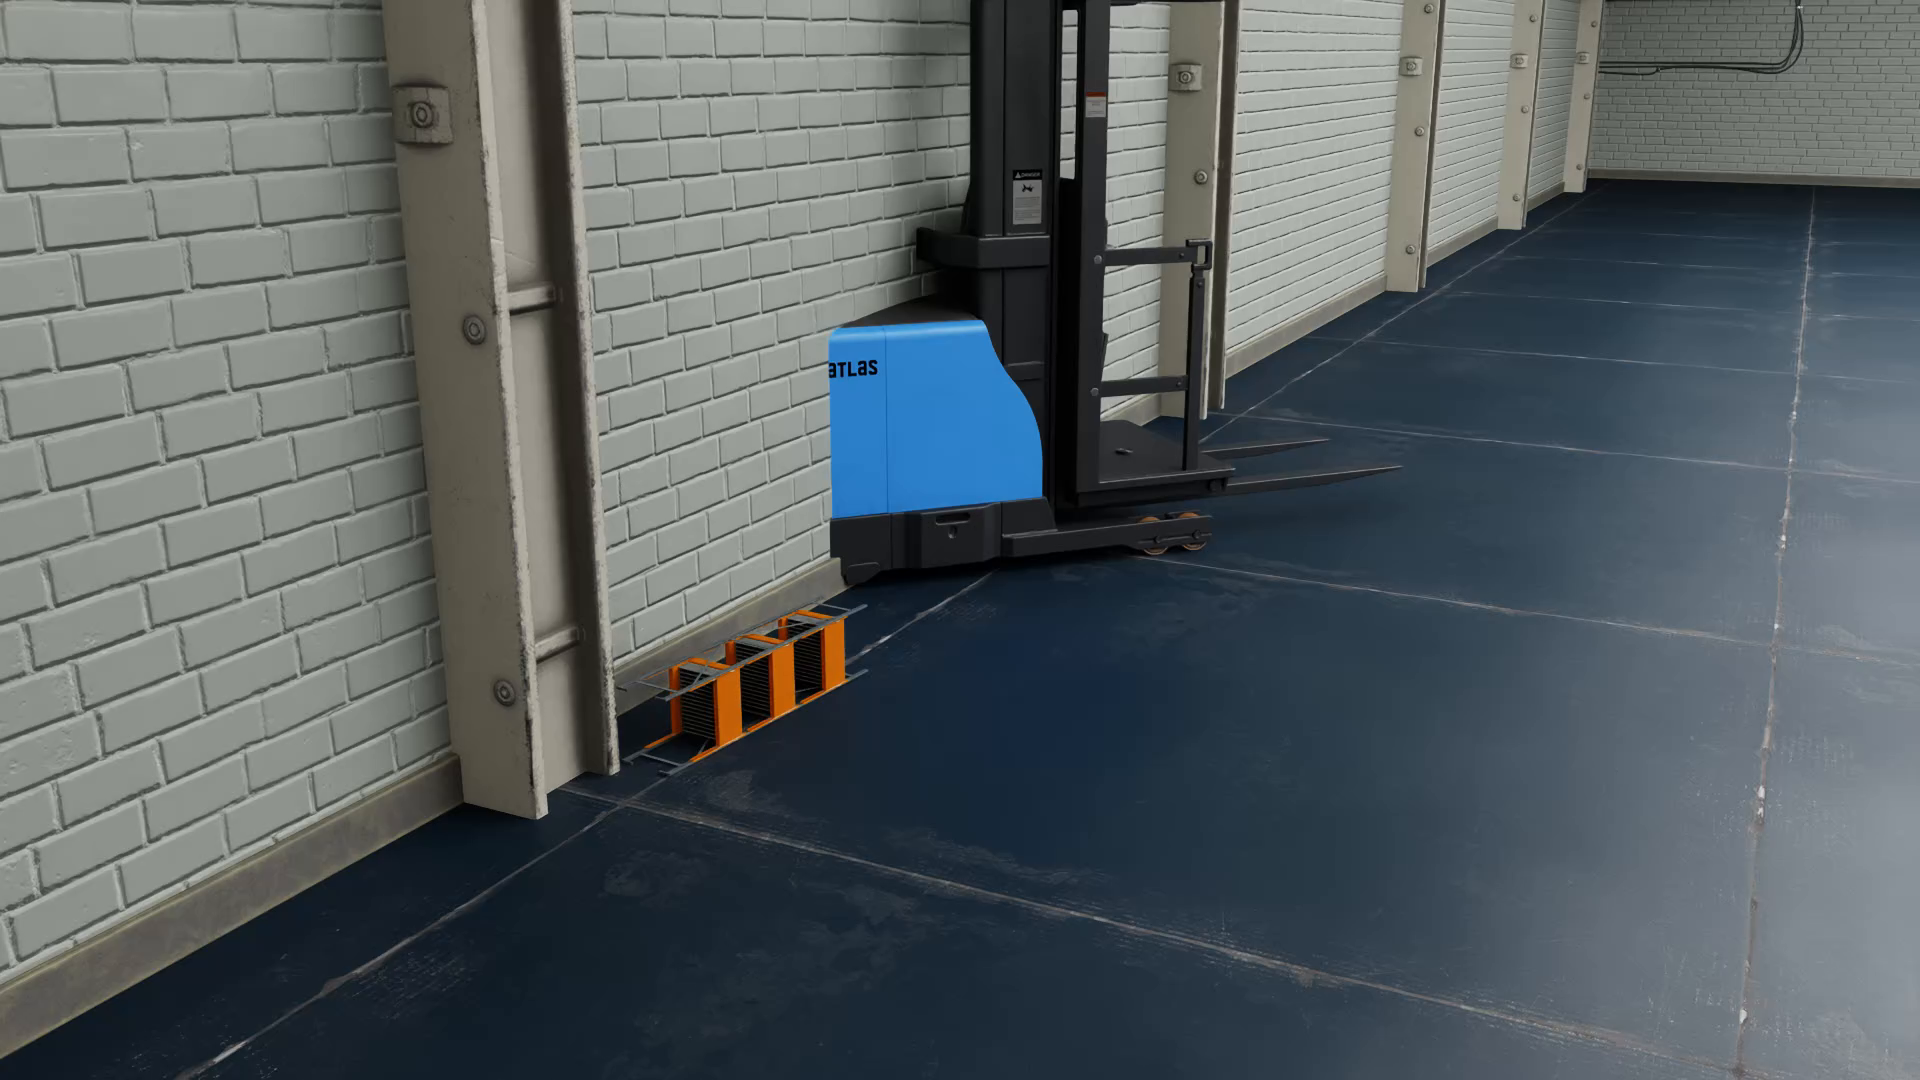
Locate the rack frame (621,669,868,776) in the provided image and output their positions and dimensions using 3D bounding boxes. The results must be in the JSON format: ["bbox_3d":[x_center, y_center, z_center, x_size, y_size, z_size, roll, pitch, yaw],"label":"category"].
[{"bbox_3d":[-0.692,0.577,5.556,0.200,0.008,1.050,10,19,31],"label":"rack frame"}]

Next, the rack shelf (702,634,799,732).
[{"bbox_3d":[-0.697,0.463,5.512,0.215,0.240,0.259,10,19,31],"label":"rack shelf"}]

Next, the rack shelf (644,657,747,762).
[{"bbox_3d":[-0.846,0.530,5.287,0.215,0.240,0.259,10,19,31],"label":"rack shelf"}]

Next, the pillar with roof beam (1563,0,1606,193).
[{"bbox_3d":[13.303,-9.140,22.494,9.100,9.000,0.400,8,18,25],"label":"pillar with roof beam"}]

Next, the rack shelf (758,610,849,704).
[{"bbox_3d":[-0.546,0.395,5.743,0.215,0.240,0.259,10,19,31],"label":"rack shelf"}]

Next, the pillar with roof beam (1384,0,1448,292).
[{"bbox_3d":[7.941,-6.084,12.203,9.100,9.000,0.400,8,18,25],"label":"pillar with roof beam"}]

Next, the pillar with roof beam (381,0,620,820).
[{"bbox_3d":[2.579,-3.027,1.912,9.100,9.000,0.400,8,18,25],"label":"pillar with roof beam"}]

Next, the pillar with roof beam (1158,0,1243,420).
[{"bbox_3d":[5.260,-4.556,7.057,9.100,9.000,0.400,8,18,25],"label":"pillar with roof beam"}]

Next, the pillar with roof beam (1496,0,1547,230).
[{"bbox_3d":[10.622,-7.612,17.348,9.100,9.000,0.400,8,18,25],"label":"pillar with roof beam"}]

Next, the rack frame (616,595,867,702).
[{"bbox_3d":[-0.692,0.343,5.486,0.200,0.008,1.050,10,19,31],"label":"rack frame"}]

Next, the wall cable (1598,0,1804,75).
[{"bbox_3d":[11.951,-8.782,26.740,3.097,2.526,0.112,8,18,25],"label":"wall cable"}]

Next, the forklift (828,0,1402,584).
[{"bbox_3d":[0.580,-1.471,7.328,3.031,2.935,1.130,-6,18,-21],"label":"forklift"}]

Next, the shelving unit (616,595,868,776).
[{"bbox_3d":[-0.692,0.460,5.521,0.215,0.252,1.050,10,19,31],"label":"shelving unit"}]
